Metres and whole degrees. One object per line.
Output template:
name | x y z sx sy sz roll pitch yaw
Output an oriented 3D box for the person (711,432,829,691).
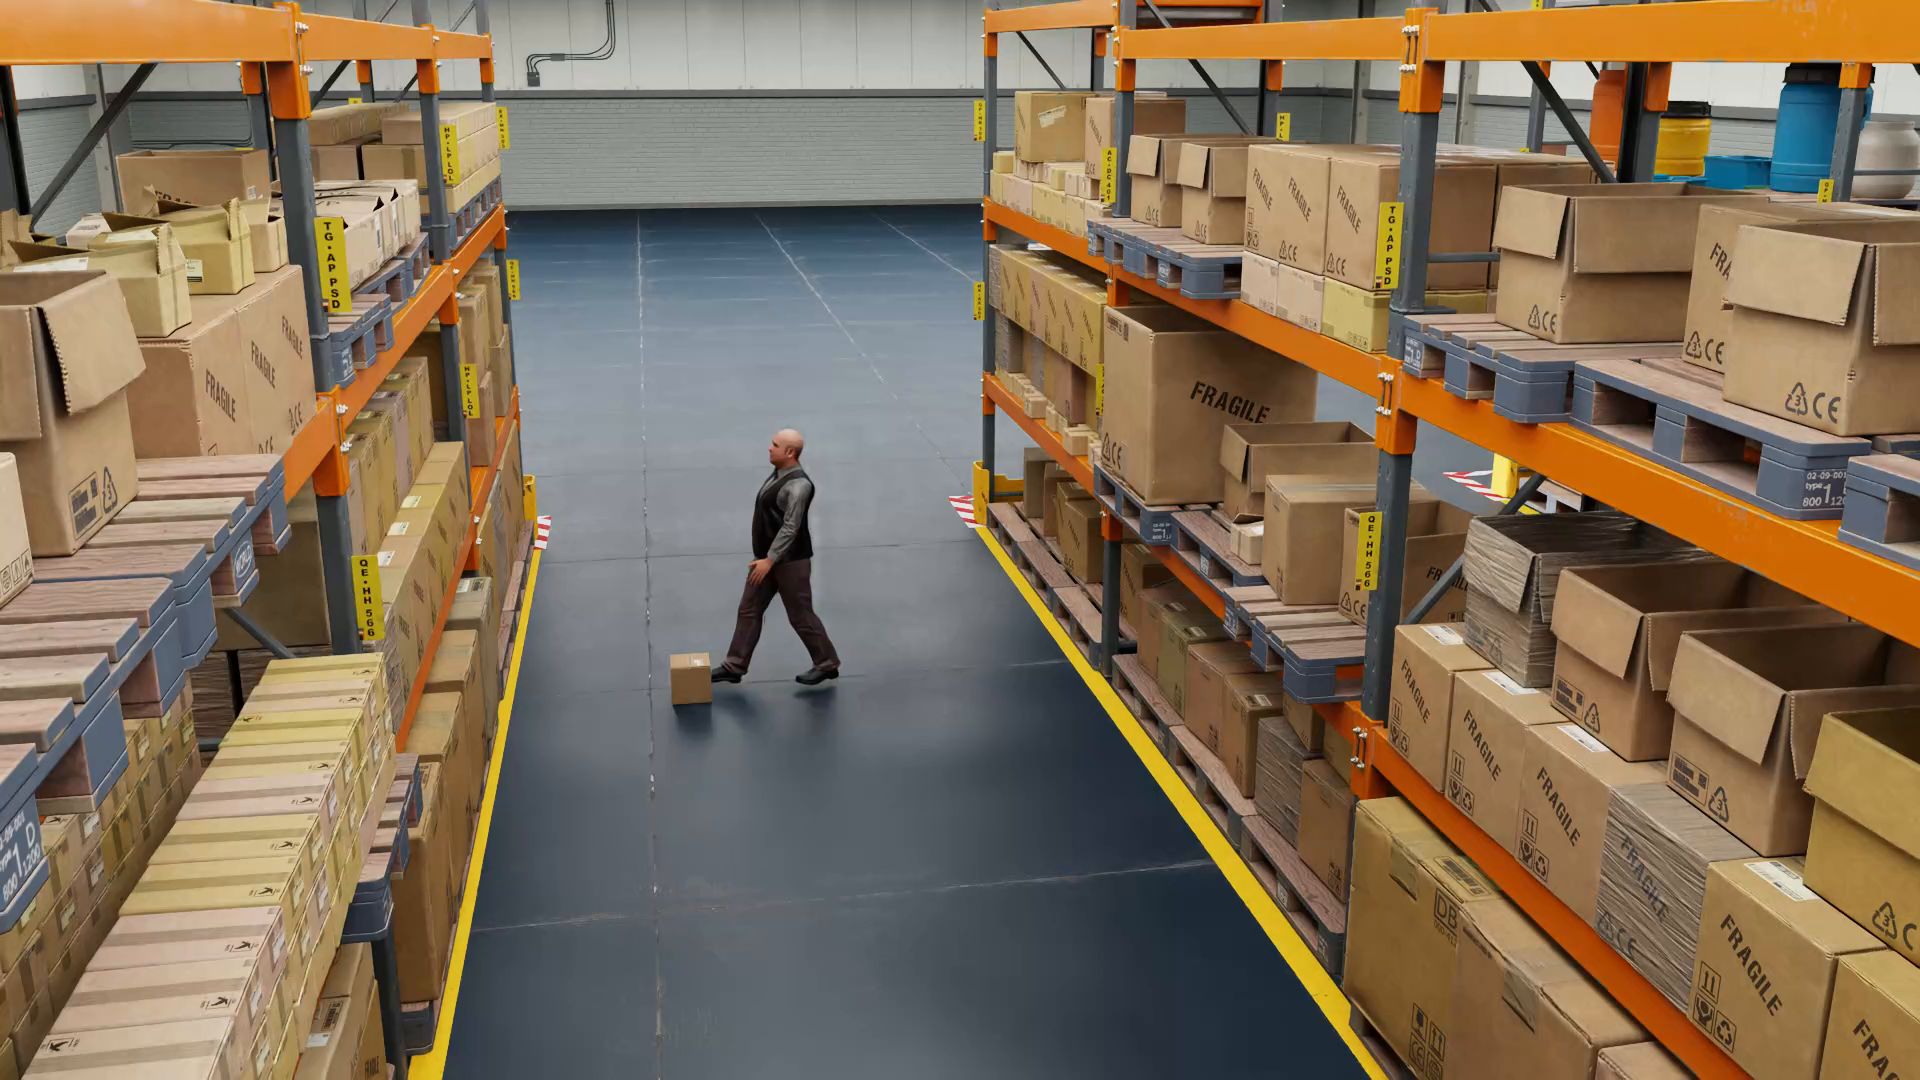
person | -1.282 0.161 10.554 0.832 1.695 0.548 -6 17 -20
